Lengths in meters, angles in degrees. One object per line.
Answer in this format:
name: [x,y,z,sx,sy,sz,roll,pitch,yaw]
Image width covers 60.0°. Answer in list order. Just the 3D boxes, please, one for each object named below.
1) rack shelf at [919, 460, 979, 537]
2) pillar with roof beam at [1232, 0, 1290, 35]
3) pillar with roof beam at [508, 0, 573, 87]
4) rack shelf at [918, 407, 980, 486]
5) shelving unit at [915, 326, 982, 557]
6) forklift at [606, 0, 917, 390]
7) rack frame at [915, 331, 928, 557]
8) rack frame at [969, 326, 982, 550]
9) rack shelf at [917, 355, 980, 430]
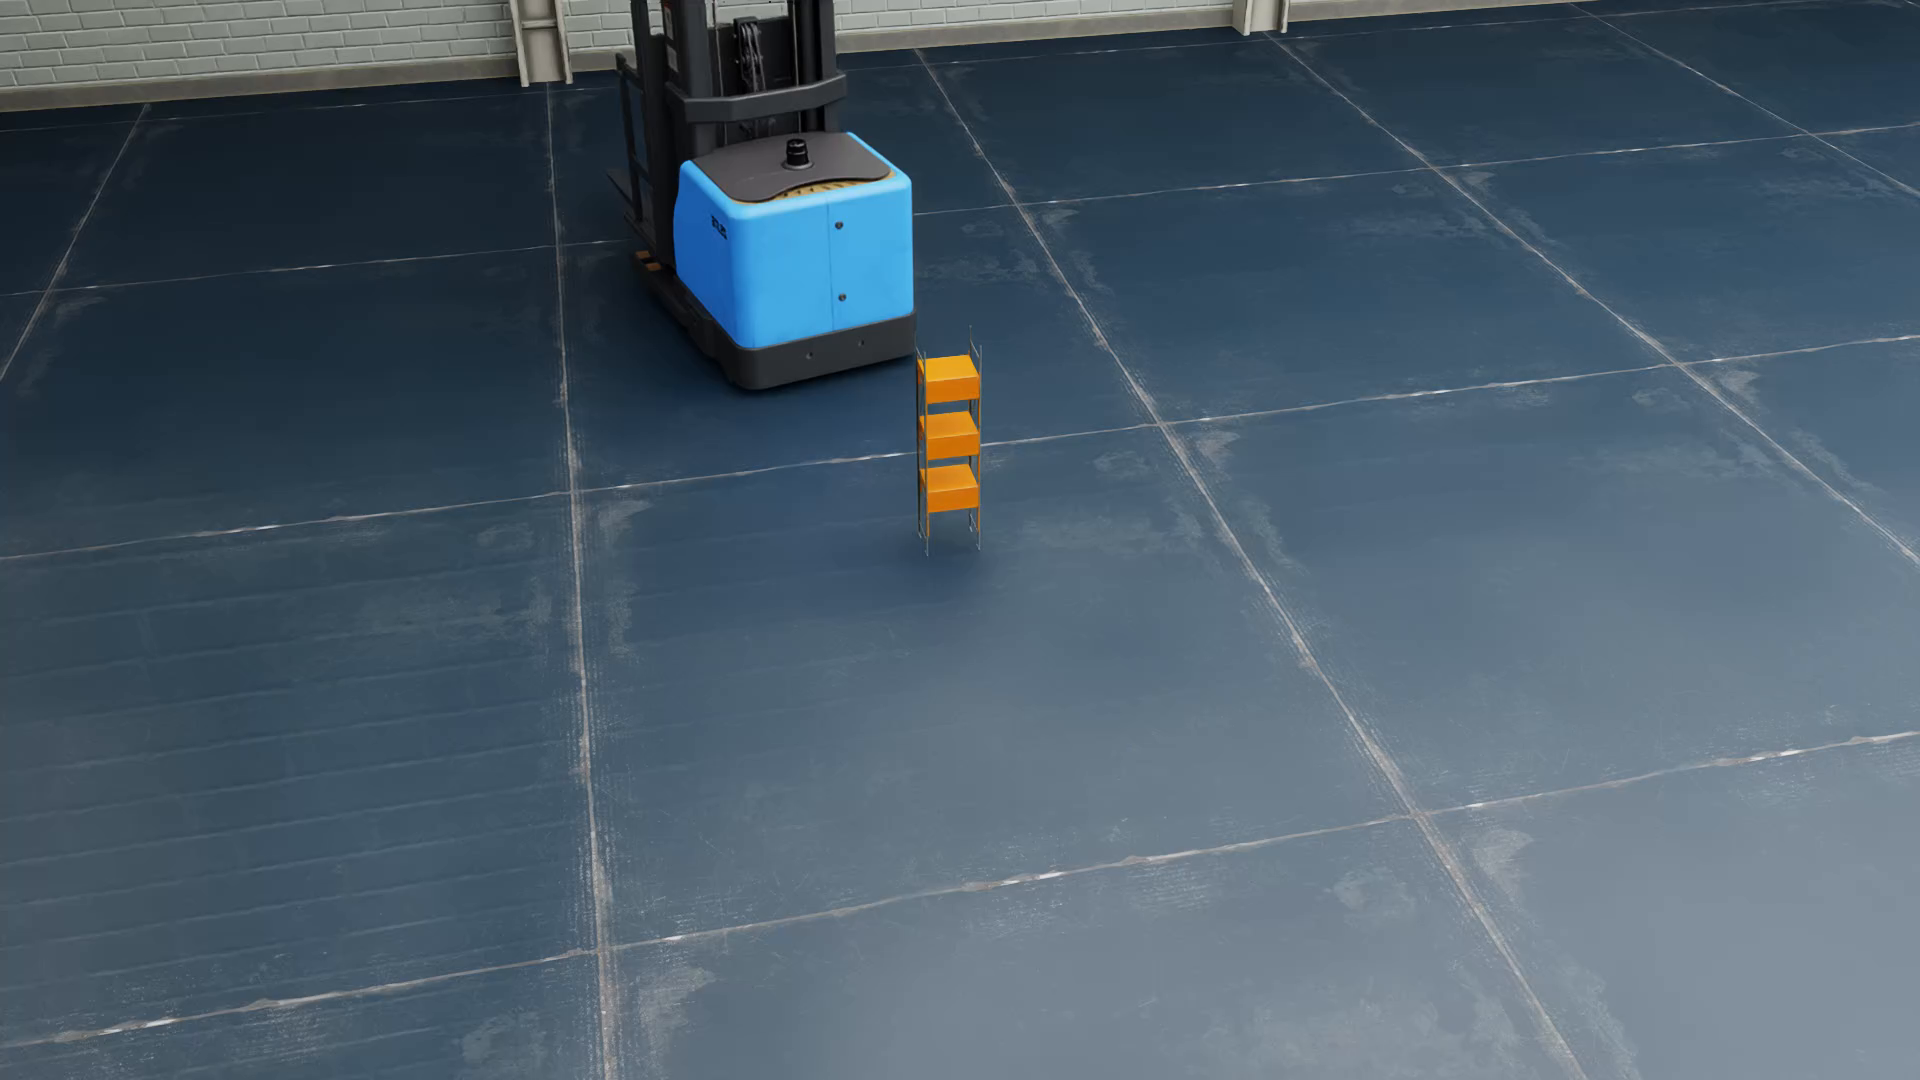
rack shelf: [-0.052,-0.190,7.608,0.240,0.259,0.215,-7,35,-11]
pillar with roof beam: [3.520,-5.799,8.315,0.400,9.000,9.100,-7,35,-11]
pillar with roof beam: [-2.332,-5.061,7.216,0.400,9.000,9.100,-7,35,-11]
rack shelf: [-0.052,-0.421,7.454,0.240,0.259,0.215,-7,35,-11]
shelving unit: [-0.052,-0.429,7.448,0.252,1.050,0.215,-7,35,-11]
forklift: [-1.354,-2.815,9.315,1.130,2.935,3.031,-16,37,-22]
rack frame: [-0.171,-0.414,7.425,0.008,1.050,0.200,-7,35,-11]
rack frame: [0.067,-0.444,7.470,0.008,1.050,0.200,-7,35,-11]
rack shelf: [-0.052,-0.656,7.295,0.240,0.259,0.215,-7,35,-11]
